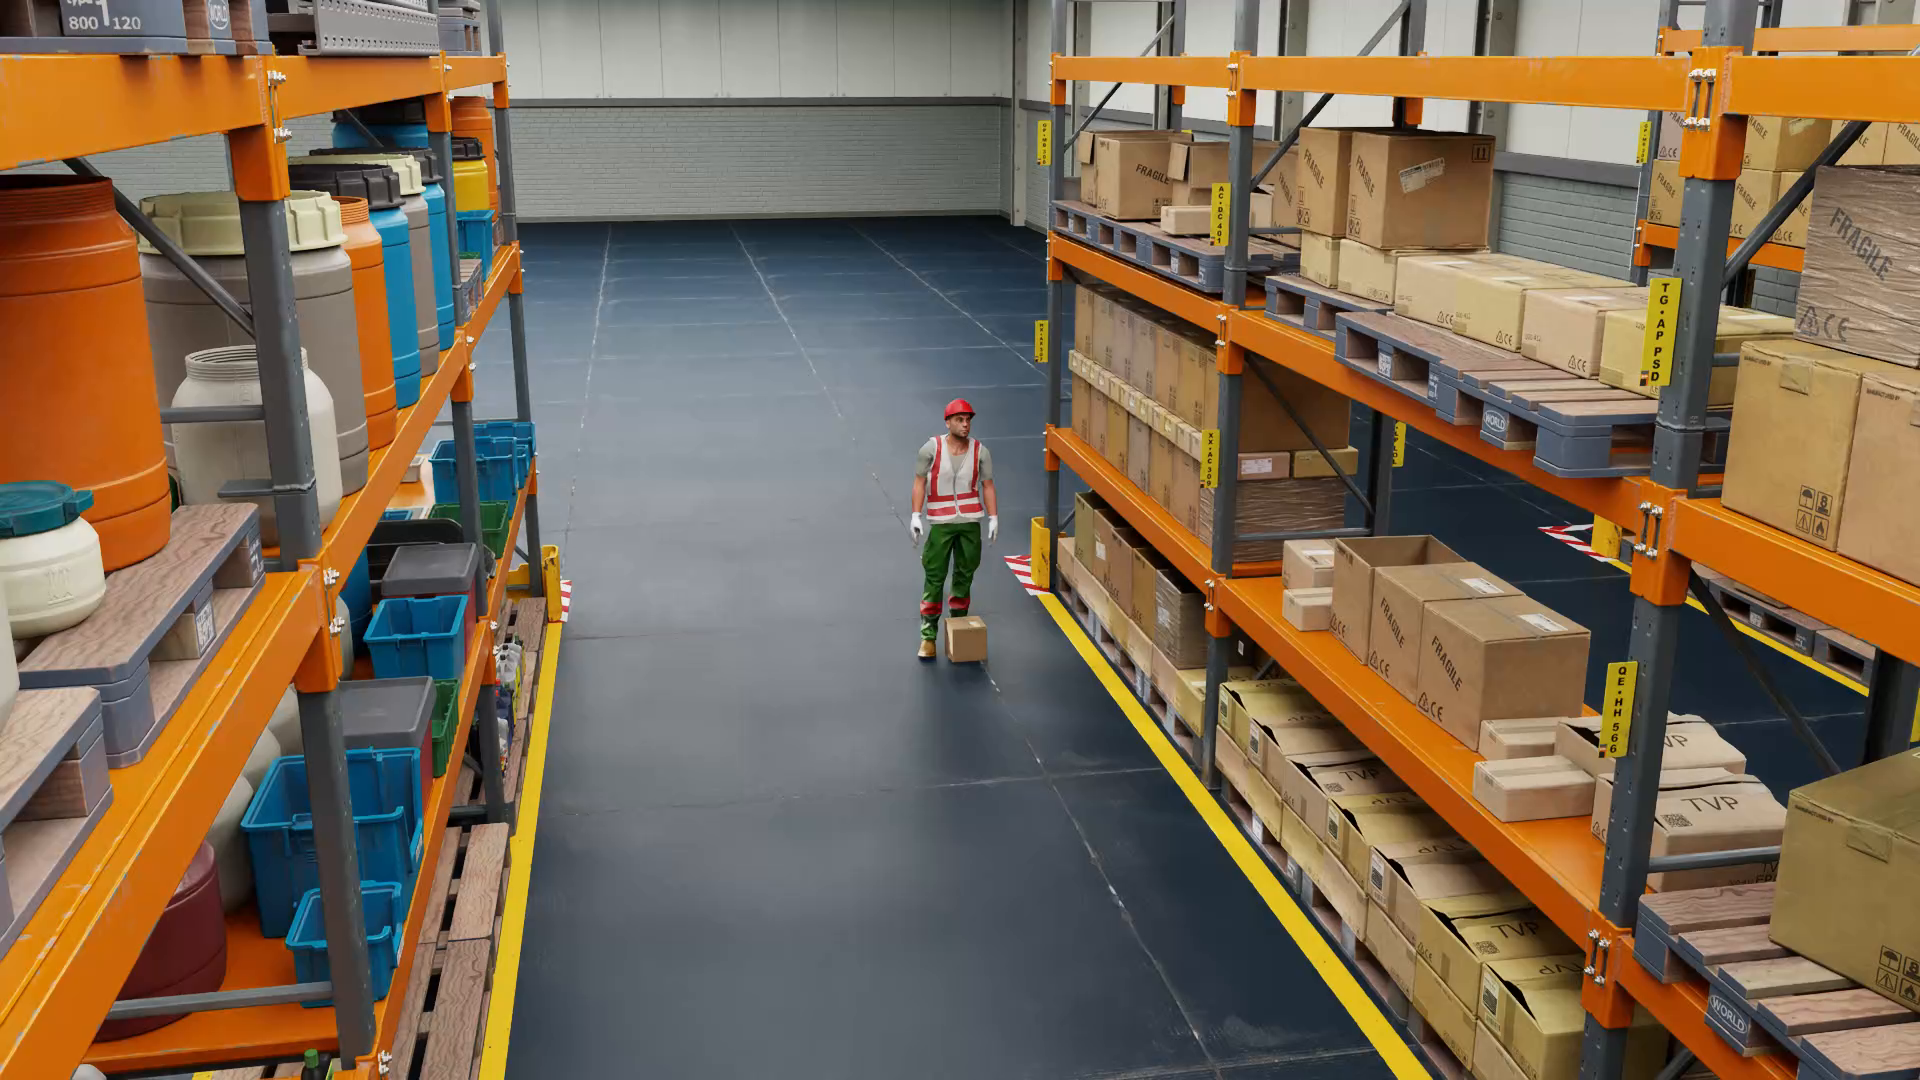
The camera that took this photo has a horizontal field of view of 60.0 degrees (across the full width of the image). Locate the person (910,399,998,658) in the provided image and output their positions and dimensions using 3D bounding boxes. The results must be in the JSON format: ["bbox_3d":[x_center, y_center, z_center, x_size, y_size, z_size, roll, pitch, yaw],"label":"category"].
[{"bbox_3d":[-0.029,-0.093,11.778,0.638,1.787,0.564,-3,16,-11],"label":"person"}]
